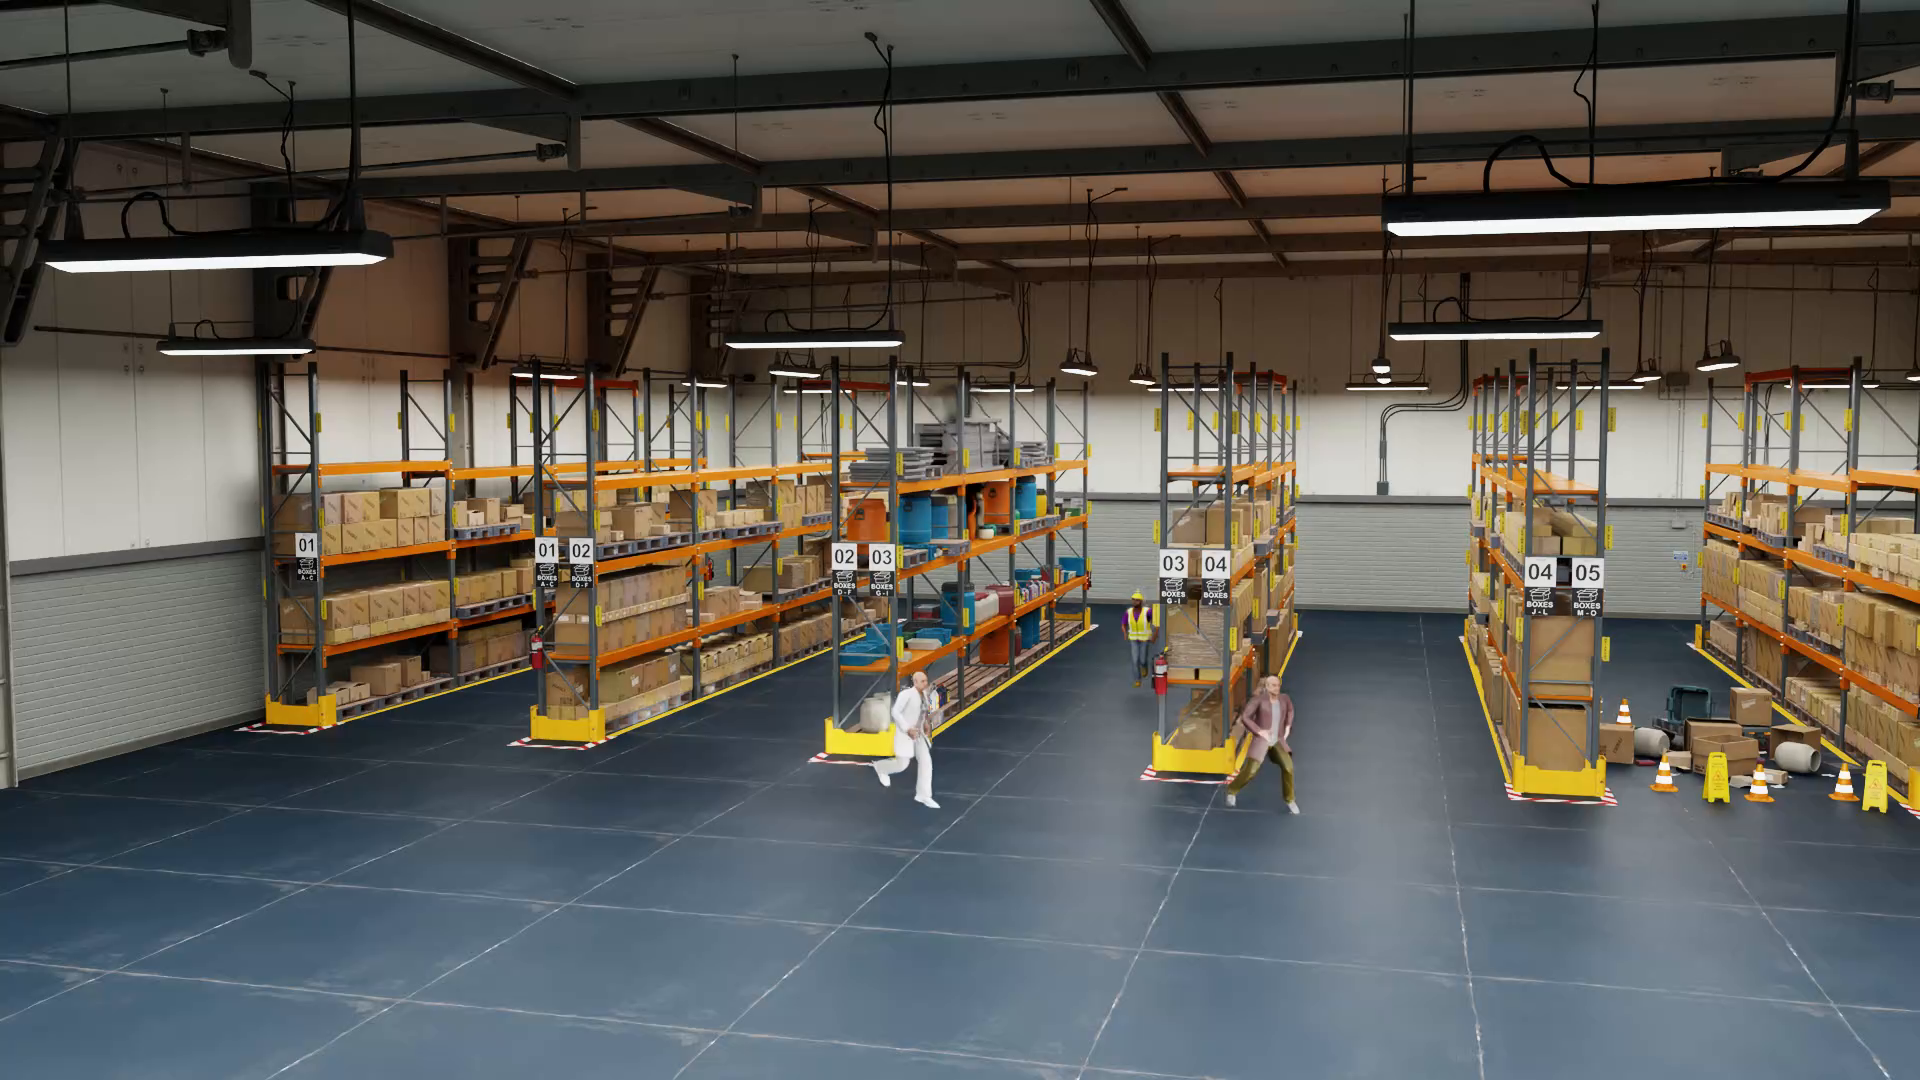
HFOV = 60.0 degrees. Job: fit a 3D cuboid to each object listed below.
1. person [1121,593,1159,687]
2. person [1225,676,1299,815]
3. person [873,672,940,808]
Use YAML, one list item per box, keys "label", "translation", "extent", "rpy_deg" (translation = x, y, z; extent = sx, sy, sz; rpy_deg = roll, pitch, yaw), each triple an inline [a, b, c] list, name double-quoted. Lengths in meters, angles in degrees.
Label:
- label: "person"
  translation: [3.278, 1.823, 30.332]
  extent: [0.714, 1.730, 0.661]
  rpy_deg: [1, 4, 20]
- label: "person"
  translation: [3.951, 2.636, 21.482]
  extent: [0.935, 1.777, 0.782]
  rpy_deg: [-2, 4, -21]
- label: "person"
  translation: [-0.696, 2.605, 21.946]
  extent: [1.102, 1.778, 0.714]
  rpy_deg: [3, 5, 40]
